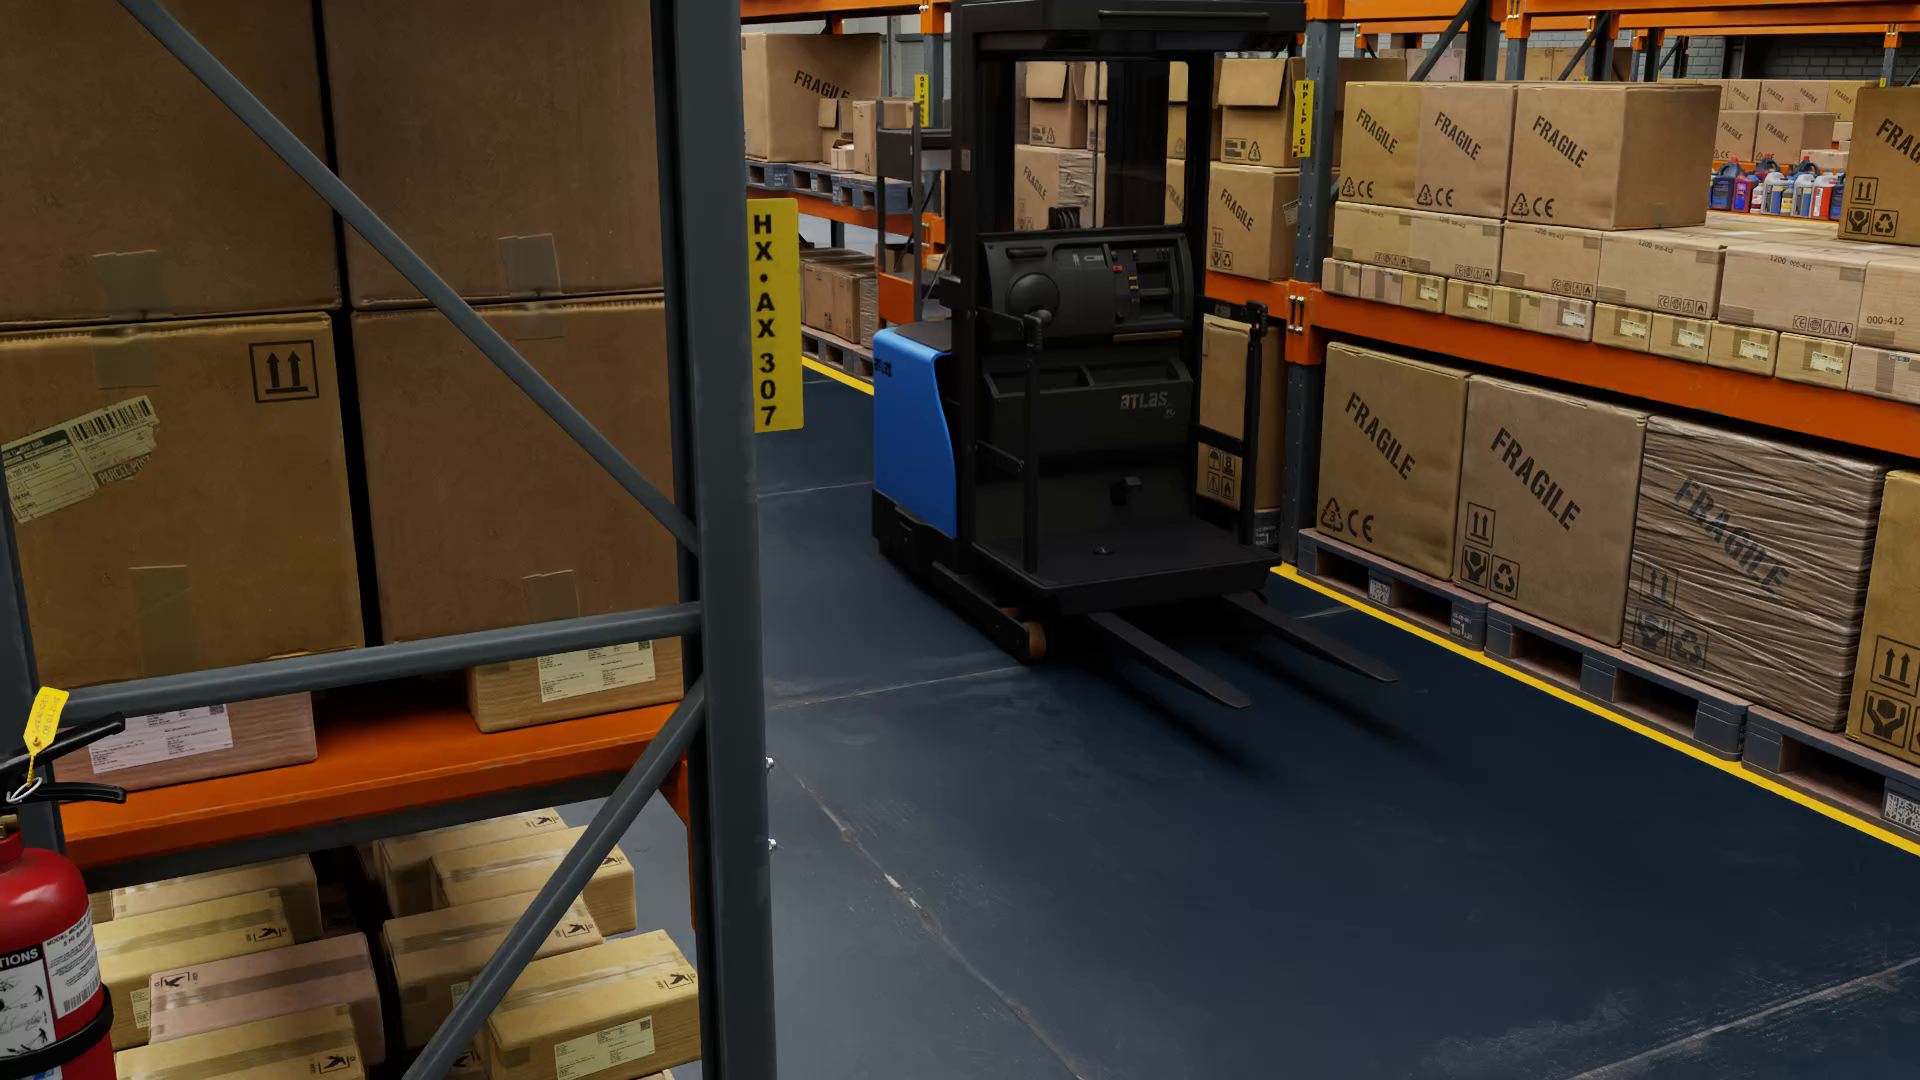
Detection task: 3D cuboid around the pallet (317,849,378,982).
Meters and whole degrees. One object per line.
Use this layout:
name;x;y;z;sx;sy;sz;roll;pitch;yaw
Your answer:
pallet;-1.647;0.983;4.442;1.003;0.211;1.213;-8;18;-25

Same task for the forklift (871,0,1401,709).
forklift;0.622;-1.058;6.625;1.130;2.935;3.031;-7;17;-22

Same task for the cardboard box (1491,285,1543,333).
cardboard box;2.282;-0.904;6.417;0.380;0.149;0.250;-8;18;-26

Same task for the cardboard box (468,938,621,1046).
cardboard box;-0.827;0.959;3.337;0.380;0.149;0.250;-8;18;-25

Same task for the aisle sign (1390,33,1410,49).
aisle sign;5.877;-6.870;22.038;0.394;0.787;0.004;-8;18;-25

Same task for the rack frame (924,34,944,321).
rack frame;0.239;-2.388;11.136;1.000;3.000;0.127;-8;18;-25

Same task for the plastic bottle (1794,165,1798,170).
plastic bottle;5.893;-2.520;11.805;0.061;0.283;0.133;-8;18;-25

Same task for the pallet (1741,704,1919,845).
pallet;3.323;0.747;5.266;1.003;0.211;1.213;-8;18;-25

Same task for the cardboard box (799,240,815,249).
cardboard box;-1.652;-2.485;15.241;0.500;0.500;0.500;-8;18;-27

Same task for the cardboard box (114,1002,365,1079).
cardboard box;-1.219;0.951;2.826;0.380;0.149;0.250;-7;18;-24

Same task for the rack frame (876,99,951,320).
rack frame;-0.226;-1.166;8.507;0.400;2.100;0.015;-7;17;-22

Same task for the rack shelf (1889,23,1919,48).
rack shelf;12.721;-5.776;18.807;1.077;0.370;4.000;-8;18;-25

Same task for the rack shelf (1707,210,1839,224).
rack shelf;5.568;-2.145;11.592;1.077;0.370;4.000;-8;18;-25

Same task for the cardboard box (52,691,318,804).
cardboard box;-1.156;0.244;2.419;0.380;0.149;0.250;-8;18;-25

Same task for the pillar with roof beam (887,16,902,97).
pillar with roof beam;-5.836;-15.901;47.346;9.100;9.000;0.400;-8;18;-25

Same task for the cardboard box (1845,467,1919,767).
cardboard box;3.392;0.266;4.978;0.875;0.875;0.875;-8;18;-25

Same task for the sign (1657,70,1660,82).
sign;7.877;-5.163;18.848;0.100;0.325;0.005;-8;18;-25

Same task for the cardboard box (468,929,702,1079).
cardboard box;-0.683;0.881;3.071;0.380;0.149;0.250;-9;18;-27

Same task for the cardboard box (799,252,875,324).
cardboard box;-1.071;-2.115;13.916;0.700;0.500;0.500;-8;18;-25

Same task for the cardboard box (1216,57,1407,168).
cardboard box;1.705;-2.084;8.076;0.797;0.503;0.637;-8;18;-26

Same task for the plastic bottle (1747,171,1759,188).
plastic bottle;5.360;-2.364;11.285;0.097;0.271;0.097;0;16;0

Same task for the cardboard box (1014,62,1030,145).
cardboard box;0.545;-2.735;10.345;0.797;0.503;0.637;-7;17;-23

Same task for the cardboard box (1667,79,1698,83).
cardboard box;10.239;-6.187;23.250;0.500;0.500;0.500;-8;18;-25

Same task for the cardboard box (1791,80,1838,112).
cardboard box;11.136;-5.677;21.471;0.500;0.500;0.500;-8;18;-25

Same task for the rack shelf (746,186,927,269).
rack shelf;-0.637;-2.539;12.963;1.077;0.370;4.000;-8;18;-25

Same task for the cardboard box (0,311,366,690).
cardboard box;-1.187;-0.102;2.447;0.500;0.500;0.500;-7;18;-24

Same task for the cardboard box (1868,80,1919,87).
cardboard box;11.827;-5.616;21.258;0.500;0.500;0.500;-8;18;-26

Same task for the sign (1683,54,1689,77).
sign;10.600;-6.938;24.319;0.100;0.325;0.005;-8;18;-25

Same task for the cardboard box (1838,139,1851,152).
cardboard box;8.928;-3.787;16.171;0.500;0.311;0.500;-8;18;-26

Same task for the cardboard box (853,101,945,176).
cardboard box;-0.368;-2.894;11.954;0.700;0.500;0.500;-5;17;-17

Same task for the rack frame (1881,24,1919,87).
rack frame;11.845;-5.176;20.849;1.000;3.000;0.127;-8;18;-25

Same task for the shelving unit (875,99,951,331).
shelving unit;-0.129;-1.104;8.292;0.431;2.100;0.503;-7;17;-22

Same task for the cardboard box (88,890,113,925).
cardboard box;-1.729;0.702;3.697;0.380;0.149;0.250;-7;17;-23

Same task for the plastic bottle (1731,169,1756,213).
plastic bottle;5.297;-2.356;11.234;0.061;0.283;0.133;-8;18;-25

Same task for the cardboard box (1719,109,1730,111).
cardboard box;7.946;-4.301;17.621;0.500;0.500;0.500;-6;17;-21

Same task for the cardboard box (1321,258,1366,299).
cardboard box;1.822;-1.162;7.318;0.380;0.149;0.250;-8;18;-25

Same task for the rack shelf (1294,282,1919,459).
rack shelf;2.868;-0.555;6.051;1.077;0.370;4.000;-8;18;-25

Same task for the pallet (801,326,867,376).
pallet;-0.632;-1.544;13.249;1.003;0.211;1.213;-8;18;-25

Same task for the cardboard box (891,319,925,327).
cardboard box;-0.072;-1.562;11.990;0.700;0.500;0.500;-9;18;-28

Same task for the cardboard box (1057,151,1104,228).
cardboard box;0.881;-1.905;9.269;0.500;0.500;0.500;-8;18;-25

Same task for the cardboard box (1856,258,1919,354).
cardboard box;3.072;-0.690;4.948;0.500;0.250;0.500;-8;18;-26

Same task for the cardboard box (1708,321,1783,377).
cardboard box;2.729;-0.650;5.533;0.380;0.149;0.250;-8;18;-25

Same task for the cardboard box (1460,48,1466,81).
cardboard box;6.534;-5.731;20.249;0.700;0.500;0.500;-8;18;-25

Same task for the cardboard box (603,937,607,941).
cardboard box;-1.017;0.977;3.815;0.380;0.149;0.250;-7;18;-24

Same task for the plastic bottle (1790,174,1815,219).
plastic bottle;5.541;-2.243;10.854;0.152;0.276;0.135;-8;18;-25

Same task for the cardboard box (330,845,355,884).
cardboard box;-1.386;0.716;4.185;0.380;0.149;0.250;-7;17;-22

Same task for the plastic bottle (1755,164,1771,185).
plastic bottle;5.705;-2.535;11.860;0.061;0.283;0.133;-8;18;-25

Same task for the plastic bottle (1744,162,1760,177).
plastic bottle;5.753;-2.599;12.080;0.061;0.283;0.133;-8;18;-25

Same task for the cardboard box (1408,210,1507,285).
cardboard box;2.176;-1.195;6.711;0.500;0.250;0.500;-8;18;-25
